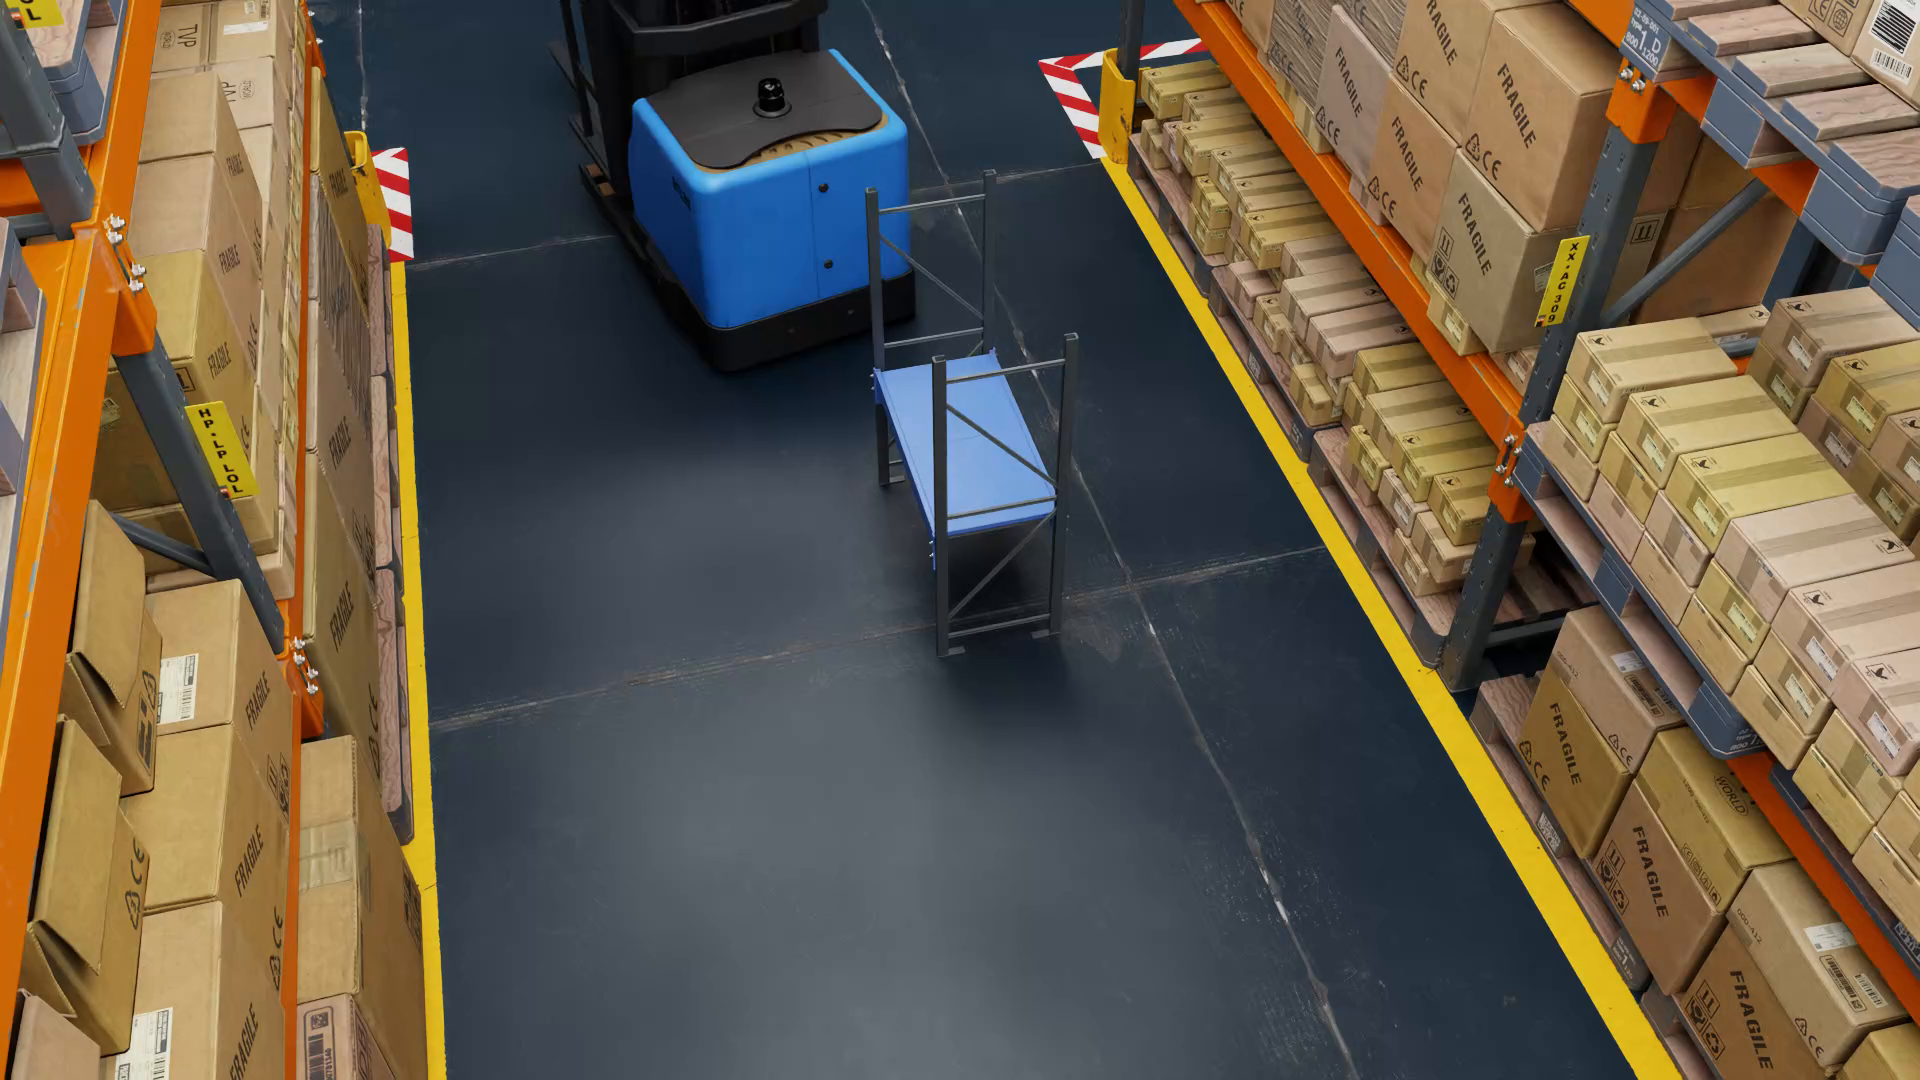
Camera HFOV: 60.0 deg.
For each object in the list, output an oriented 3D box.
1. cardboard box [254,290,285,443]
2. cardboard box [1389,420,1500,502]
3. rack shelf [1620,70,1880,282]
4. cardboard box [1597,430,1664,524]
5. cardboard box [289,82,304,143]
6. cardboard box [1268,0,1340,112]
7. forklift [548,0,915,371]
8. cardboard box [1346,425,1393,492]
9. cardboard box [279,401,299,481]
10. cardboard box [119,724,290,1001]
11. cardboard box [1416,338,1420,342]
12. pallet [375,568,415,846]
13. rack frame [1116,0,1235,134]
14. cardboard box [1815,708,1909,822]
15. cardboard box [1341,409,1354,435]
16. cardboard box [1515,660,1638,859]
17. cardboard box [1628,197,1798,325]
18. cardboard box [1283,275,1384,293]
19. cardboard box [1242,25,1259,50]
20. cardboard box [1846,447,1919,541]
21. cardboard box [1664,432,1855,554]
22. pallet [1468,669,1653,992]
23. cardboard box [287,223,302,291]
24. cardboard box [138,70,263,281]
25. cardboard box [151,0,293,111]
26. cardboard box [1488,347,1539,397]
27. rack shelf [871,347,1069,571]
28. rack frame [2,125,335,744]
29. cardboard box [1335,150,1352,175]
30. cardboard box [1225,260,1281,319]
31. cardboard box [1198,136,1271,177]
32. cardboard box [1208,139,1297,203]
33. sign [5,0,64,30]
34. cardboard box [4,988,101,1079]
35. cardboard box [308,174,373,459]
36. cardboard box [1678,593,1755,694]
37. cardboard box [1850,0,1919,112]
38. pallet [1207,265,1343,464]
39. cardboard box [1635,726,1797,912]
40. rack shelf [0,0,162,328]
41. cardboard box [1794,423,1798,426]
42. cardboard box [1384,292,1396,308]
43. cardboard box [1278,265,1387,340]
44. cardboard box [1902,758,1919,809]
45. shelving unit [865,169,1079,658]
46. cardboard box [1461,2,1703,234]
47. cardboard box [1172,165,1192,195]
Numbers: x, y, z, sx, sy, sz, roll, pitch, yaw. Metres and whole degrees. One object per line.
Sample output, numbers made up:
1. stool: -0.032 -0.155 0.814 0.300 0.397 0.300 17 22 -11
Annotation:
1. cardboard box: -2.452 -0.517 5.304 0.500 0.250 0.500 -11 47 -11
2. cardboard box: 1.912 -0.311 6.491 0.380 0.149 0.250 -10 46 -10
3. rack shelf: 2.870 -0.004 3.308 1.077 0.370 4.000 -11 47 -10
4. cardboard box: 2.082 -0.215 4.785 0.380 0.149 0.250 -12 47 -11
5. cardboard box: -2.882 -1.711 6.754 0.380 0.149 0.250 -10 46 -10
6. cardboard box: 1.593 -2.071 6.651 0.500 0.500 0.500 -12 47 -11
7. forklift: -1.345 -2.858 7.750 1.130 2.935 3.031 -21 49 -19
8. cardboard box: 1.803 -0.365 6.752 0.380 0.149 0.250 -12 47 -12
9. cardboard box: -2.352 -0.290 5.360 0.380 0.149 0.250 -9 46 -9
10. cardboard box: -1.959 0.832 4.016 0.500 0.500 0.500 -9 46 -9
11. cardboard box: 2.212 -0.849 7.227 0.380 0.149 0.250 -9 46 -8
12. pallet: -2.582 0.687 6.179 1.003 0.211 1.213 -11 47 -10
13. rack frame: 1.334 -3.348 8.182 1.000 3.000 0.127 -11 47 -10
14. cardboard box: 2.355 0.511 4.073 0.380 0.149 0.250 -11 47 -11
15. cardboard box: 1.863 -0.513 7.106 0.380 0.149 0.250 -12 47 -11
16. cardboard box: 2.291 0.700 5.670 0.500 0.500 0.500 -9 46 -9
17. cardboard box: 2.475 -1.114 5.714 0.500 0.500 0.500 -11 47 -11
18. cardboard box: 1.673 -1.110 7.482 0.380 0.149 0.250 -9 46 -8
19. cardboard box: 1.467 -2.267 7.298 0.380 0.149 0.250 -11 47 -11
20. cardboard box: 2.780 -0.157 4.728 0.380 0.149 0.250 -9 46 -9
21. cardboard box: 2.155 -0.129 4.492 0.380 0.149 0.250 -10 46 -10
22. pallet: 2.559 0.927 5.945 1.003 0.211 1.213 -11 47 -10
23. cardboard box: -2.617 -1.002 6.059 0.380 0.149 0.250 -12 47 -11
24. cardboard box: -2.594 -1.141 5.390 0.500 0.500 0.500 -12 47 -12
25. cardboard box: -2.977 -1.926 6.685 0.500 0.250 0.500 -11 47 -11
26. cardboard box: 2.059 -0.653 5.716 0.380 0.149 0.250 -11 47 -11
27. rack shelf: 0.022 -0.340 6.536 0.538 0.185 1.000 -11 47 -10
28. rack frame: -2.463 0.251 4.655 1.000 3.000 0.127 -11 47 -10
29. cardboard box: 1.722 -1.556 6.602 0.380 0.149 0.250 -11 47 -11
30. cardboard box: 1.472 -1.198 7.776 0.380 0.149 0.250 -13 47 -12
31. cardboard box: 1.384 -1.840 8.198 0.380 0.149 0.250 -10 46 -10
32. cardboard box: 1.411 -1.760 7.911 0.380 0.149 0.250 -13 47 -12
33. sign: -1.940 -1.196 3.390 0.100 0.325 0.005 -11 47 -10
34. cardboard box: -1.952 1.206 2.946 0.797 0.503 0.637 -9 46 -9
35. cardboard box: -3.012 -0.859 6.936 0.875 0.875 0.875 -11 47 -10
36. cardboard box: 2.214 0.248 4.540 0.380 0.149 0.250 -10 46 -10
37. cardboard box: 2.380 -1.106 3.653 0.500 0.311 0.500 -11 47 -11
38. pallet: 1.836 -0.912 7.746 1.003 0.211 1.213 -11 47 -10
39. cardboard box: 2.430 0.805 5.043 0.500 0.250 0.500 -10 46 -9
40. rack shelf: -2.975 -1.928 5.194 1.077 0.370 4.000 -11 47 -10
41. cardboard box: 2.651 -0.407 5.182 0.380 0.149 0.250 -12 47 -11
42. cardboard box: 2.063 -1.101 7.682 0.380 0.149 0.250 -9 46 -9
43. cardboard box: 1.610 -1.029 7.194 0.380 0.149 0.250 -12 47 -12
44. cardboard box: 2.419 0.580 3.797 0.380 0.149 0.250 -9 46 -9
45. shelving unit: 0.022 -0.466 6.407 0.538 1.500 1.048 -11 47 -10
46. cardboard box: 1.976 -1.351 5.246 0.500 0.500 0.500 -12 47 -12
47. cardboard box: 1.305 -1.911 8.476 0.380 0.149 0.250 -11 47 -10
